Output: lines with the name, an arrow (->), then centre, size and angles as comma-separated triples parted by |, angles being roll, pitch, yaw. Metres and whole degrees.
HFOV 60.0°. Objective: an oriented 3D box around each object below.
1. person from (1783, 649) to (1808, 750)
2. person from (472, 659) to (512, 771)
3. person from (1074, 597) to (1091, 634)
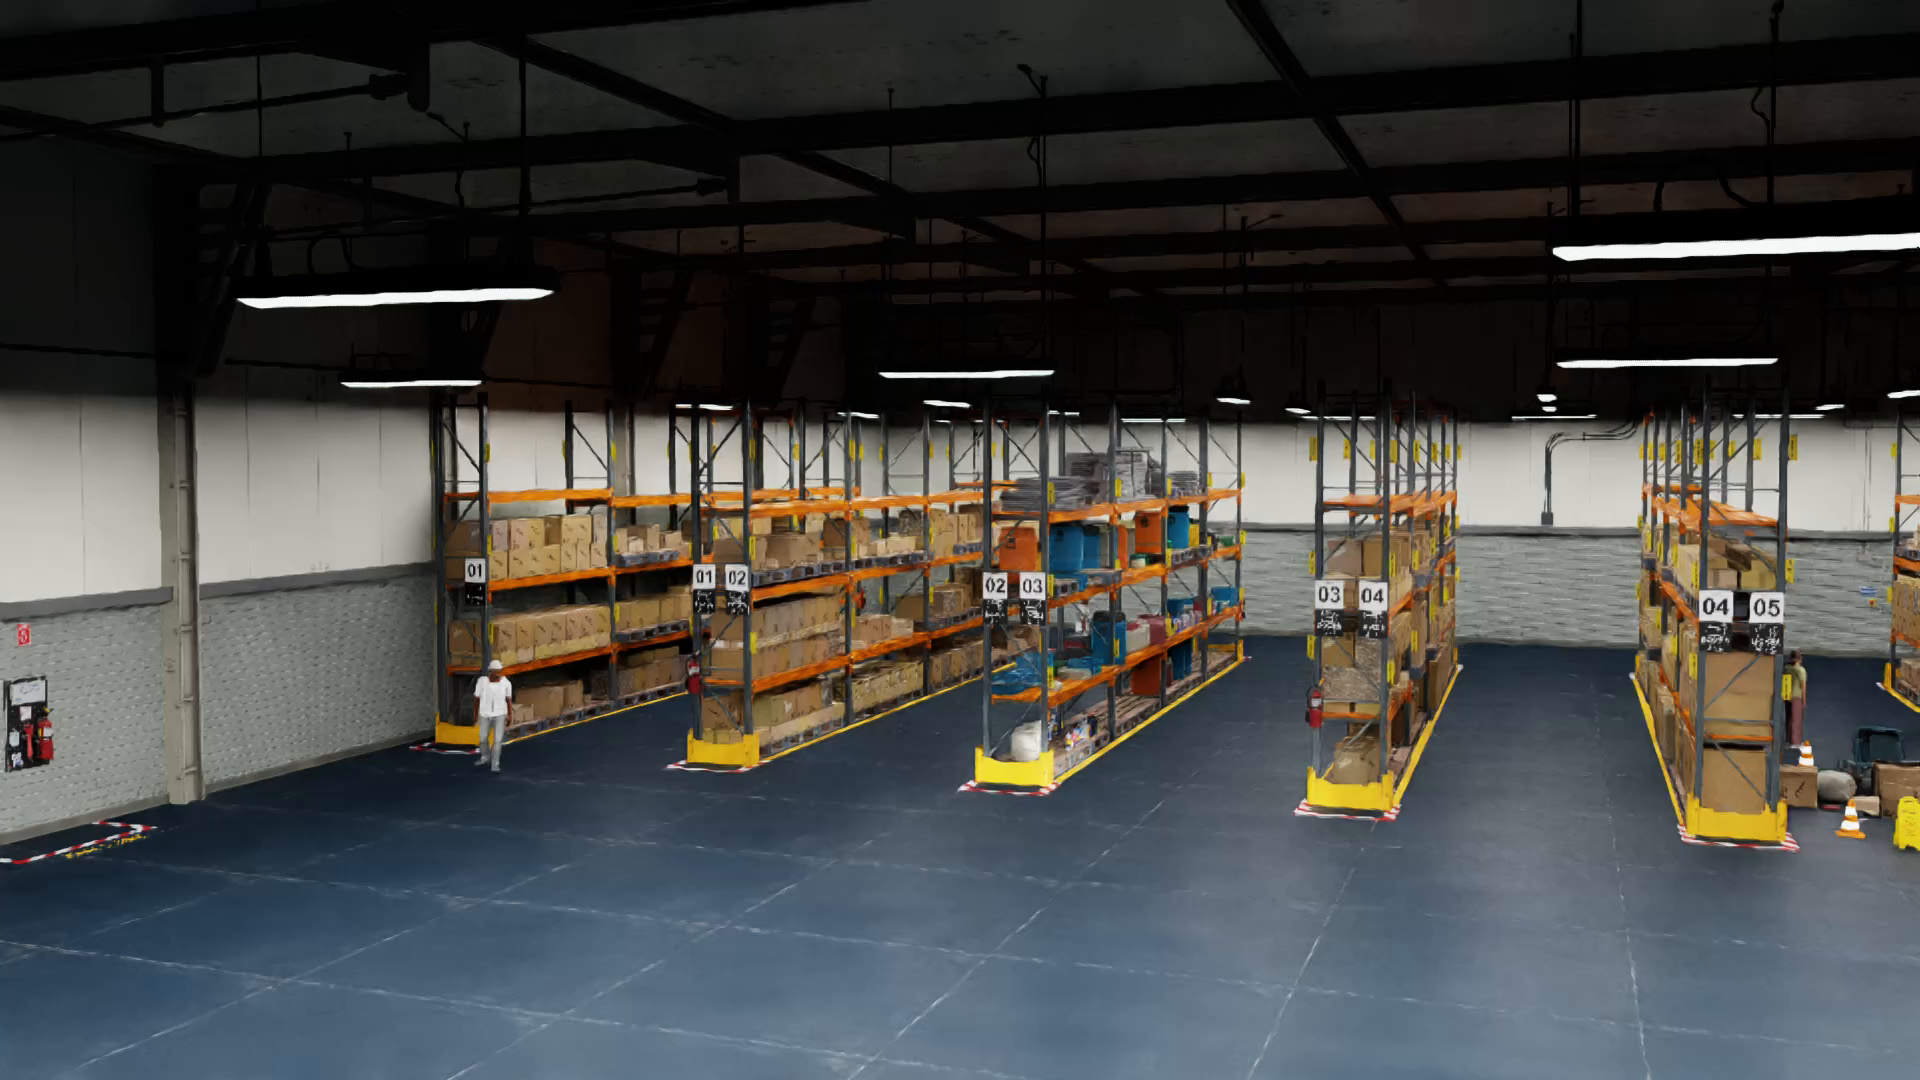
person -> 14.080, 2.663, 27.953 | 0.431, 1.677, 0.499 | -1, 3, -12
person -> -7.350, 2.737, 26.142 | 0.608, 1.754, 0.577 | -1, 3, -16
person -> 2.851, 2.070, 37.953 | 0.472, 1.789, 0.634 | 0, 3, -1
